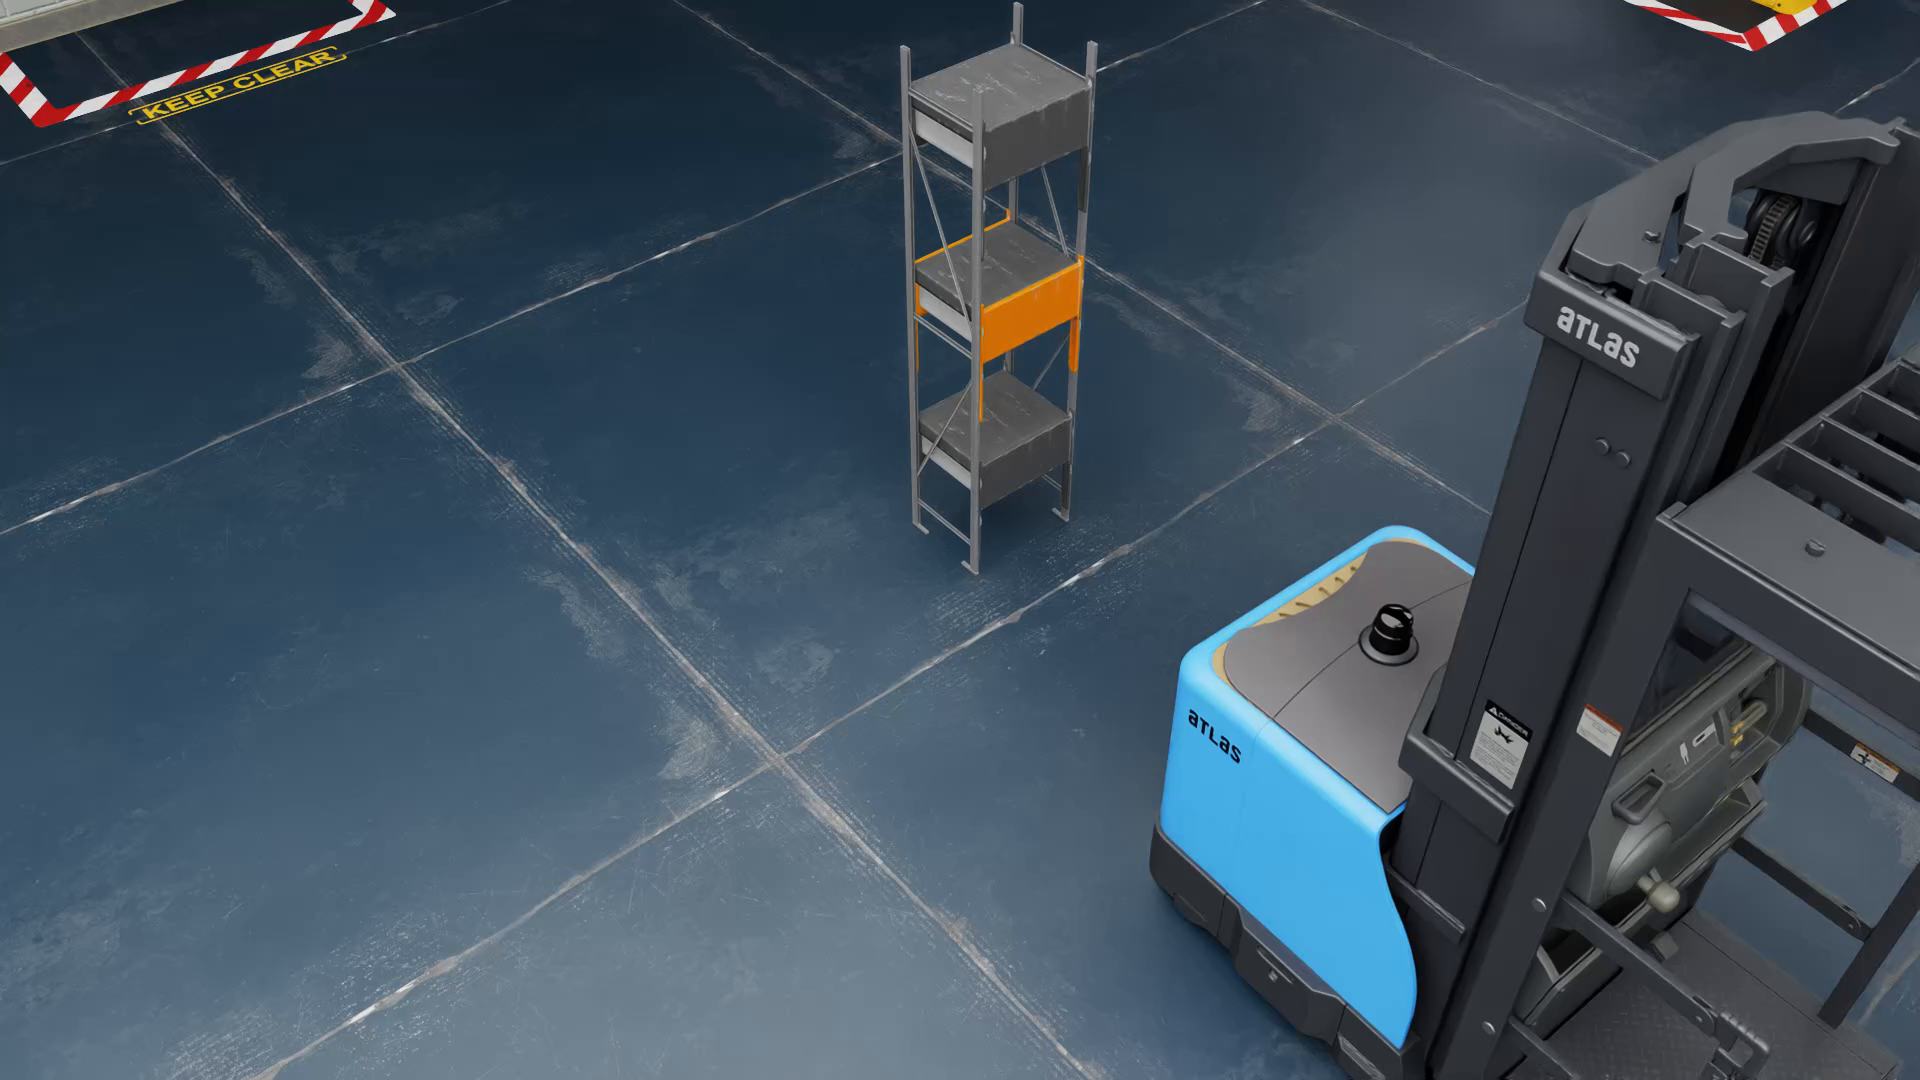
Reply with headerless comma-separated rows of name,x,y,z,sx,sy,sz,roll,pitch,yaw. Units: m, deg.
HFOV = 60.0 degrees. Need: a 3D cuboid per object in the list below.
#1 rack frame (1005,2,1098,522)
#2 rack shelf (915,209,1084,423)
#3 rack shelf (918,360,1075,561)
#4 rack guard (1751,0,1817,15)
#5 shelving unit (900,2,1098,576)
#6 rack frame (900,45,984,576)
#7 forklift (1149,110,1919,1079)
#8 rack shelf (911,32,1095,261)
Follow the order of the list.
rack frame,0.314,-0.945,6.223,0.015,2.100,0.400,-30,51,-28
rack shelf,0.127,-0.828,6.118,0.480,0.518,0.431,-30,51,-28
rack shelf,0.127,-0.318,6.597,0.480,0.518,0.431,-30,51,-28
rack guard,4.832,-3.758,10.387,0.348,0.500,1.175,-30,51,-28
shelving unit,0.127,-0.838,6.109,0.503,2.100,0.431,-30,51,-28
rack frame,-0.060,-0.731,5.994,0.015,2.100,0.400,-30,51,-28
forklift,1.936,0.637,3.930,1.130,2.935,3.031,-29,50,-27
rack shelf,0.127,-1.338,5.639,0.480,0.518,0.431,-30,51,-28
